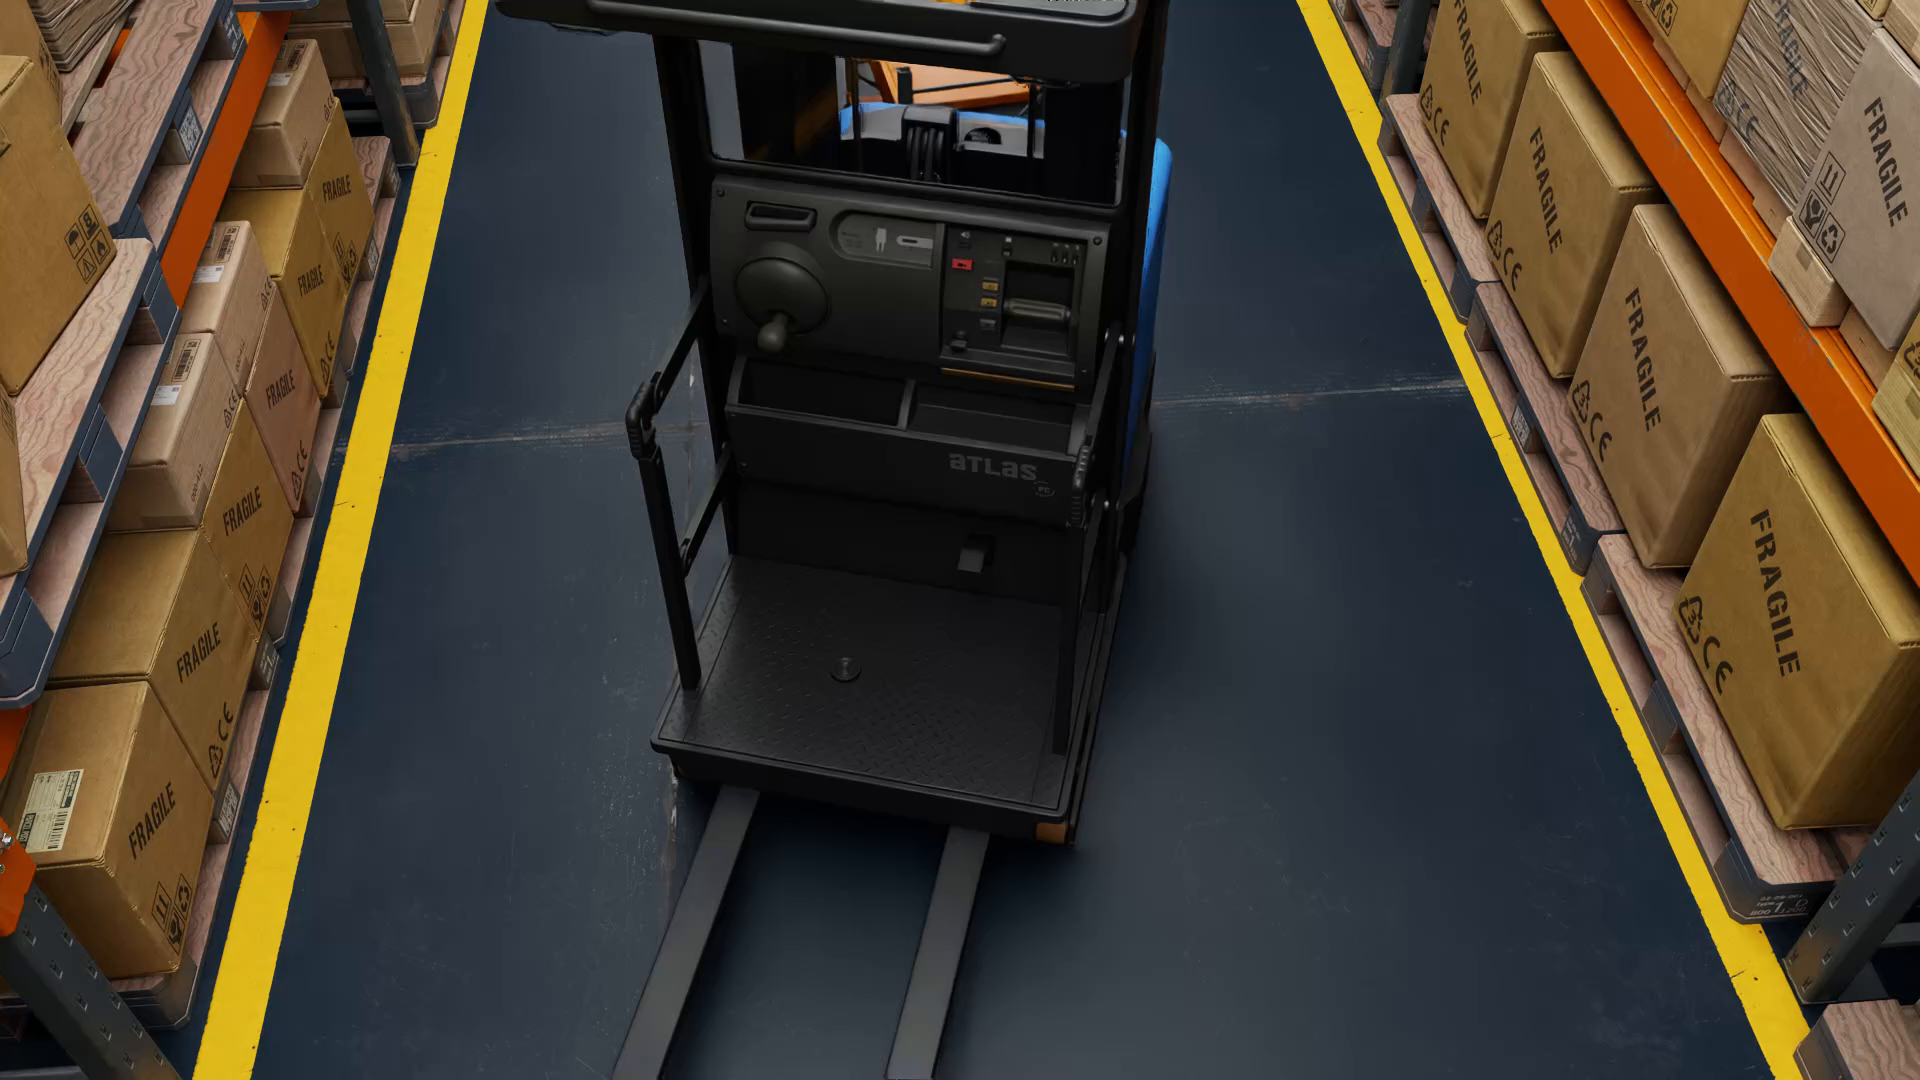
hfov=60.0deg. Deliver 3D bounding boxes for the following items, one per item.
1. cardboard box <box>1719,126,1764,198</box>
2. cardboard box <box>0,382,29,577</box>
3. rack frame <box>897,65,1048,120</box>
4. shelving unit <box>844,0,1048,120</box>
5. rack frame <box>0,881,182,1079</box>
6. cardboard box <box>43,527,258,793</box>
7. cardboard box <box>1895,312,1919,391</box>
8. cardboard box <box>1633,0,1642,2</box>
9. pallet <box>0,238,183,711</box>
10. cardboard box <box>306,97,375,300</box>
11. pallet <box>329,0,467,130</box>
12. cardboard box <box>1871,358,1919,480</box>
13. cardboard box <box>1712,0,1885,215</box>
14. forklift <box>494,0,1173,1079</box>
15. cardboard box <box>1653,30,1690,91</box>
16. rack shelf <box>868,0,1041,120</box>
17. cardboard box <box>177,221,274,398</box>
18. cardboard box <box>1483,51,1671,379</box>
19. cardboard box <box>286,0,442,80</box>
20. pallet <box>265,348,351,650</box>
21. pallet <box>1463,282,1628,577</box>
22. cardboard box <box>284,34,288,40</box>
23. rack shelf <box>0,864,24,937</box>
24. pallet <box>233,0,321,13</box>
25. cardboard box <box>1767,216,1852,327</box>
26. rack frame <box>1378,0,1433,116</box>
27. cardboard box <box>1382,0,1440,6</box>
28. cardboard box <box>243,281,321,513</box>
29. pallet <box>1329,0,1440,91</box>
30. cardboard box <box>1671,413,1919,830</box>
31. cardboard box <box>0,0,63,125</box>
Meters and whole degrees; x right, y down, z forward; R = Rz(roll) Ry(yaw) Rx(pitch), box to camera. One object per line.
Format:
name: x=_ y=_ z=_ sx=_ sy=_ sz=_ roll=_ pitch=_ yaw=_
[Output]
cardboard box: x=2.217 y=-1.012 z=4.302 sx=0.380 sy=0.149 sz=0.250 roll=-5 pitch=47 yaw=-4
cardboard box: x=-2.163 y=-0.174 z=2.991 sx=0.700 sy=0.500 sz=0.500 roll=-18 pitch=49 yaw=-16
rack frame: x=0.056 y=-1.085 z=5.503 sx=0.500 sy=1.125 sz=0.032 roll=-10 pitch=47 yaw=-9
shelving unit: x=-0.061 y=-1.444 z=5.843 sx=0.538 sy=1.125 sz=1.048 roll=-10 pitch=47 yaw=-9
rack frame: x=-2.343 y=0.361 z=2.842 sx=0.949 sy=2.616 sz=0.053 roll=-3 pitch=47 yaw=-3
cardboard box: x=-2.199 y=0.319 z=4.300 sx=0.500 sy=0.500 sz=0.500 roll=-3 pitch=47 yaw=-3
cardboard box: x=2.300 y=-0.405 z=3.280 sx=0.500 sy=0.500 sz=0.500 roll=-4 pitch=47 yaw=-4
cardboard box: x=2.116 y=-1.875 z=4.672 sx=0.500 sy=0.500 sz=0.500 roll=-4 pitch=47 yaw=-3
pallet: x=-2.304 y=-0.158 z=3.466 sx=1.003 sy=0.211 sz=1.213 roll=-3 pitch=47 yaw=-3
cardboard box: x=-2.368 y=-1.162 z=5.703 sx=0.500 sy=0.500 sz=0.500 roll=-2 pitch=47 yaw=-2
pallet: x=-2.711 y=-2.172 z=7.162 sx=1.003 sy=0.211 sz=1.213 roll=-3 pitch=47 yaw=-3
cardboard box: x=2.235 y=-0.272 z=3.601 sx=0.380 sy=0.149 sz=0.250 roll=-3 pitch=47 yaw=-3
cardboard box: x=2.214 y=-1.137 z=3.974 sx=0.500 sy=0.500 sz=0.500 roll=-3 pitch=47 yaw=-3
forklift: x=-0.171 y=-0.497 z=3.702 sx=1.130 sy=2.935 sz=3.031 roll=9 pitch=47 yaw=8
cardboard box: x=2.191 y=-1.396 z=4.665 sx=0.380 sy=0.149 sz=0.250 roll=-3 pitch=47 yaw=-3
rack shelf: x=-0.061 y=-1.646 z=5.631 sx=0.538 sy=0.278 sz=1.000 roll=-10 pitch=47 yaw=-9
cardboard box: x=-2.270 y=-0.640 z=4.692 sx=0.500 sy=0.250 sz=0.500 roll=-4 pitch=47 yaw=-4
cardboard box: x=2.253 y=-1.068 z=5.387 sx=0.750 sy=0.750 sz=0.750 roll=-4 pitch=47 yaw=-3
cardboard box: x=-2.432 y=-2.129 z=6.805 sx=0.500 sy=0.250 sz=0.500 roll=-4 pitch=47 yaw=-3
pallet: x=-2.557 y=-0.151 z=5.248 sx=1.003 sy=0.211 sz=1.213 roll=-3 pitch=47 yaw=-3
pallet: x=2.345 y=-0.422 z=5.505 sx=1.003 sy=0.211 sz=1.213 roll=-3 pitch=47 yaw=-3
cardboard box: x=-2.968 y=-2.098 z=6.775 sx=0.500 sy=0.250 sz=0.500 roll=-2 pitch=47 yaw=-2
rack shelf: x=-2.178 y=2.055 z=1.733 sx=1.077 sy=0.370 sz=4.000 roll=-3 pitch=47 yaw=-3
pallet: x=-2.554 y=-1.981 z=5.192 sx=1.213 sy=0.211 sz=1.003 roll=-3 pitch=47 yaw=-3
cardboard box: x=2.178 y=-0.650 z=3.958 sx=0.380 sy=0.149 sz=0.250 roll=-3 pitch=47 yaw=-3
rack frame: x=2.255 y=-2.837 z=5.871 sx=1.000 sy=3.000 sz=0.127 roll=-3 pitch=47 yaw=-3
cardboard box: x=2.143 y=-2.646 z=7.109 sx=0.700 sy=0.500 sz=0.500 roll=-3 pitch=47 yaw=-3
cardboard box: x=-2.275 y=-0.409 z=4.990 sx=0.500 sy=0.500 sz=0.500 roll=-5 pitch=47 yaw=-5
pallet: x=2.191 y=-2.443 z=7.419 sx=1.003 sy=0.211 sz=1.213 roll=-3 pitch=47 yaw=-3
cardboard box: x=2.406 y=0.190 z=4.196 sx=0.750 sy=0.750 sz=0.750 roll=-3 pitch=47 yaw=-3
cardboard box: x=-2.555 y=-1.092 z=3.860 sx=0.700 sy=0.500 sz=0.500 roll=-14 pitch=48 yaw=-13
